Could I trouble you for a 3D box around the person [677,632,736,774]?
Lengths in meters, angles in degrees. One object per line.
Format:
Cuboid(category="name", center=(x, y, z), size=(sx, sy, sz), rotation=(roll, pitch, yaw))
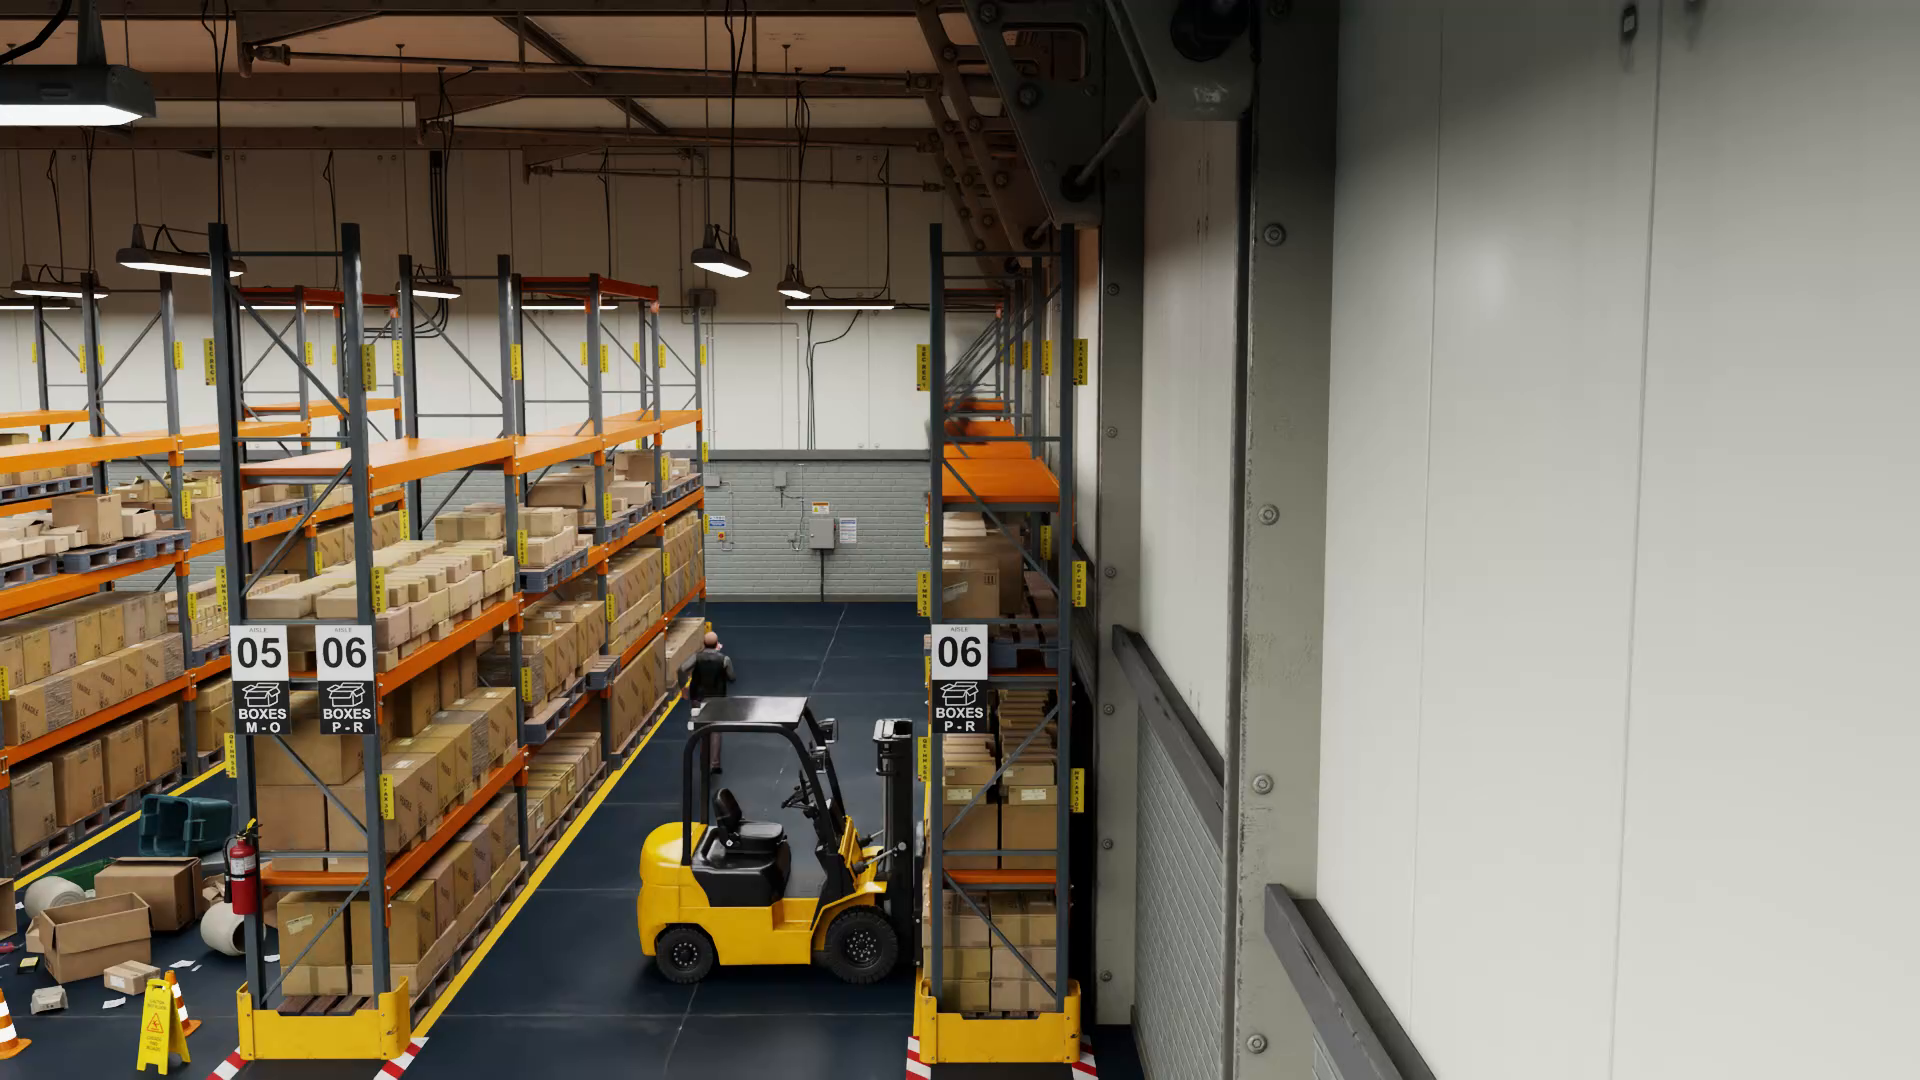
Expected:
Cuboid(category="person", center=(-3.039, 1.985, 20.040), size=(0.661, 1.757, 0.878), rotation=(0, 7, 2))
